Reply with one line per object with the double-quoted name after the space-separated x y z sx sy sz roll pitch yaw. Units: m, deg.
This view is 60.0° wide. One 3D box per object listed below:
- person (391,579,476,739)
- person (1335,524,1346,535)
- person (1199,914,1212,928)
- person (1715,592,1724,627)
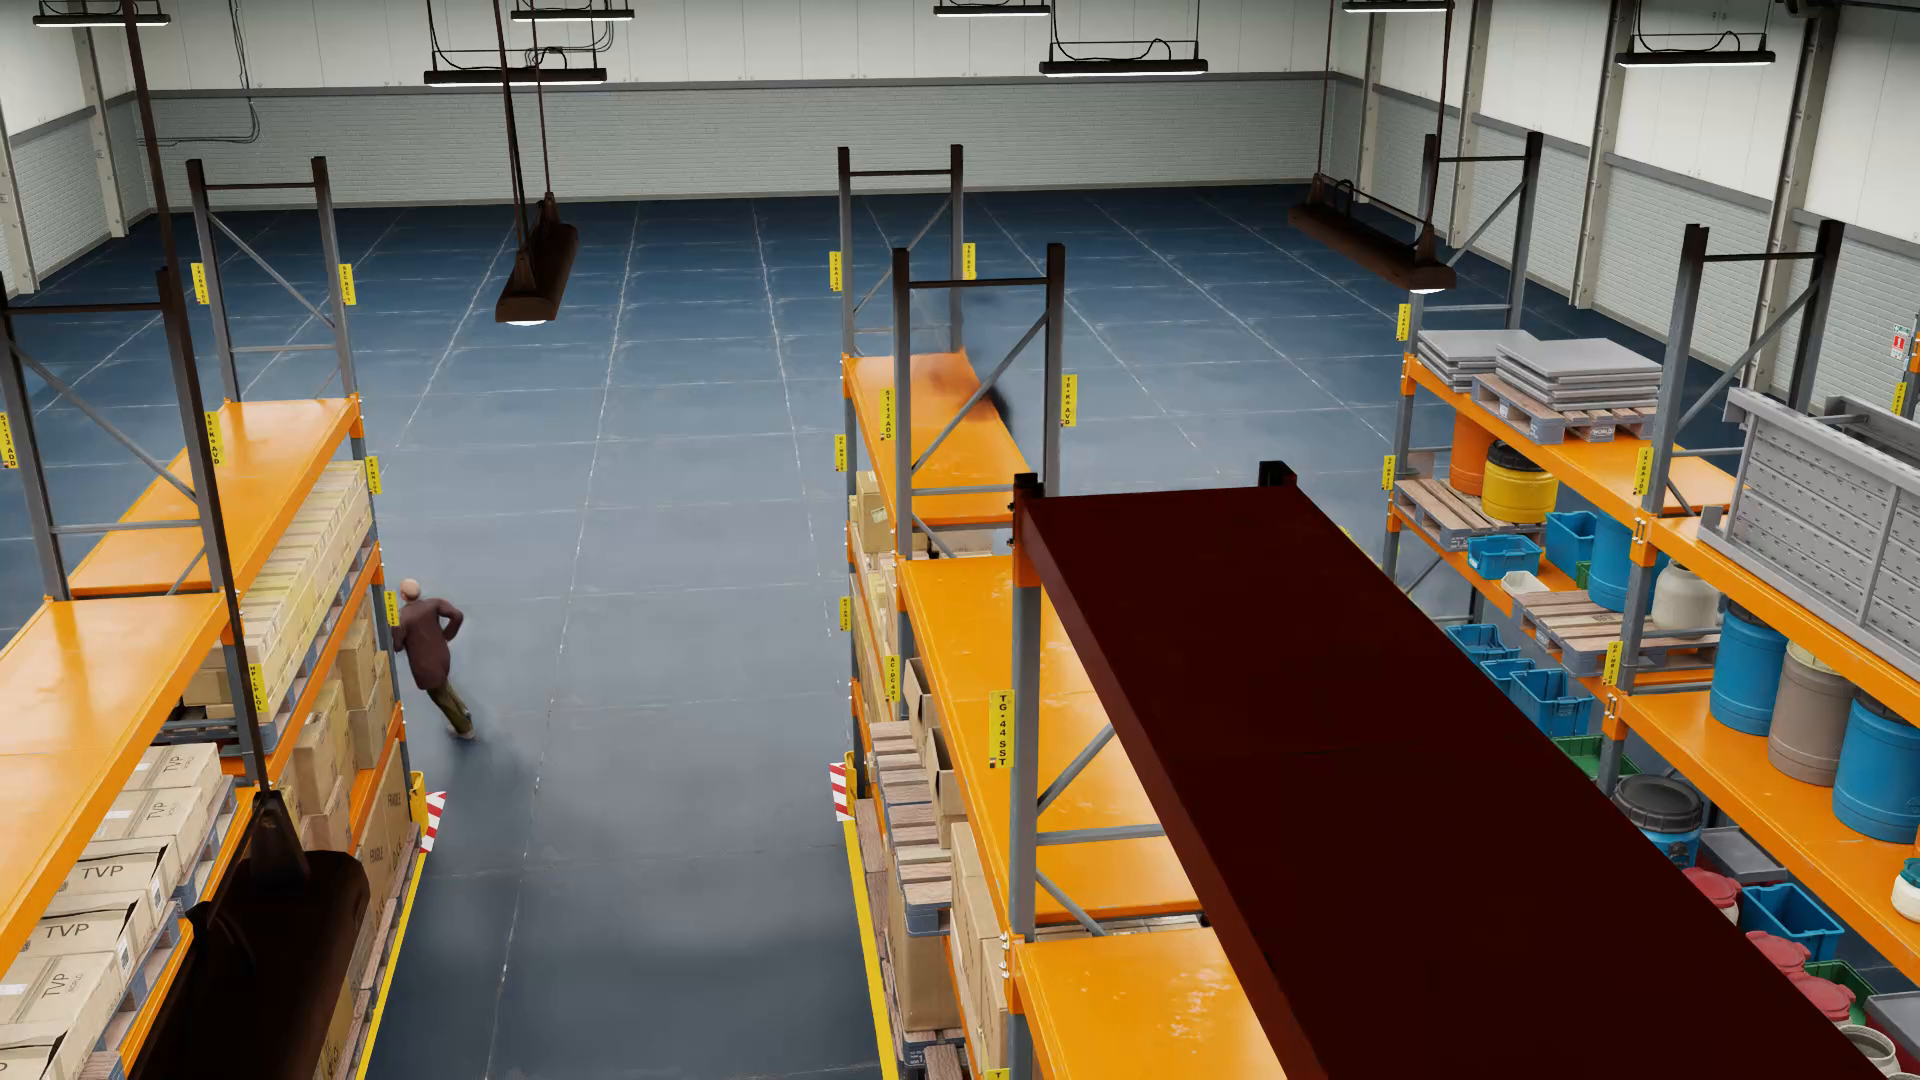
-5.221 1.185 16.301 0.722 1.754 0.731 16 27 35 "person"
3.921 0.689 17.534 0.772 1.835 0.699 10 24 24 "person"
1.660 3.189 11.254 0.552 1.693 0.920 -5 22 -14 "person"
8.273 0.418 18.240 0.598 1.760 0.683 7 23 17 "person"
